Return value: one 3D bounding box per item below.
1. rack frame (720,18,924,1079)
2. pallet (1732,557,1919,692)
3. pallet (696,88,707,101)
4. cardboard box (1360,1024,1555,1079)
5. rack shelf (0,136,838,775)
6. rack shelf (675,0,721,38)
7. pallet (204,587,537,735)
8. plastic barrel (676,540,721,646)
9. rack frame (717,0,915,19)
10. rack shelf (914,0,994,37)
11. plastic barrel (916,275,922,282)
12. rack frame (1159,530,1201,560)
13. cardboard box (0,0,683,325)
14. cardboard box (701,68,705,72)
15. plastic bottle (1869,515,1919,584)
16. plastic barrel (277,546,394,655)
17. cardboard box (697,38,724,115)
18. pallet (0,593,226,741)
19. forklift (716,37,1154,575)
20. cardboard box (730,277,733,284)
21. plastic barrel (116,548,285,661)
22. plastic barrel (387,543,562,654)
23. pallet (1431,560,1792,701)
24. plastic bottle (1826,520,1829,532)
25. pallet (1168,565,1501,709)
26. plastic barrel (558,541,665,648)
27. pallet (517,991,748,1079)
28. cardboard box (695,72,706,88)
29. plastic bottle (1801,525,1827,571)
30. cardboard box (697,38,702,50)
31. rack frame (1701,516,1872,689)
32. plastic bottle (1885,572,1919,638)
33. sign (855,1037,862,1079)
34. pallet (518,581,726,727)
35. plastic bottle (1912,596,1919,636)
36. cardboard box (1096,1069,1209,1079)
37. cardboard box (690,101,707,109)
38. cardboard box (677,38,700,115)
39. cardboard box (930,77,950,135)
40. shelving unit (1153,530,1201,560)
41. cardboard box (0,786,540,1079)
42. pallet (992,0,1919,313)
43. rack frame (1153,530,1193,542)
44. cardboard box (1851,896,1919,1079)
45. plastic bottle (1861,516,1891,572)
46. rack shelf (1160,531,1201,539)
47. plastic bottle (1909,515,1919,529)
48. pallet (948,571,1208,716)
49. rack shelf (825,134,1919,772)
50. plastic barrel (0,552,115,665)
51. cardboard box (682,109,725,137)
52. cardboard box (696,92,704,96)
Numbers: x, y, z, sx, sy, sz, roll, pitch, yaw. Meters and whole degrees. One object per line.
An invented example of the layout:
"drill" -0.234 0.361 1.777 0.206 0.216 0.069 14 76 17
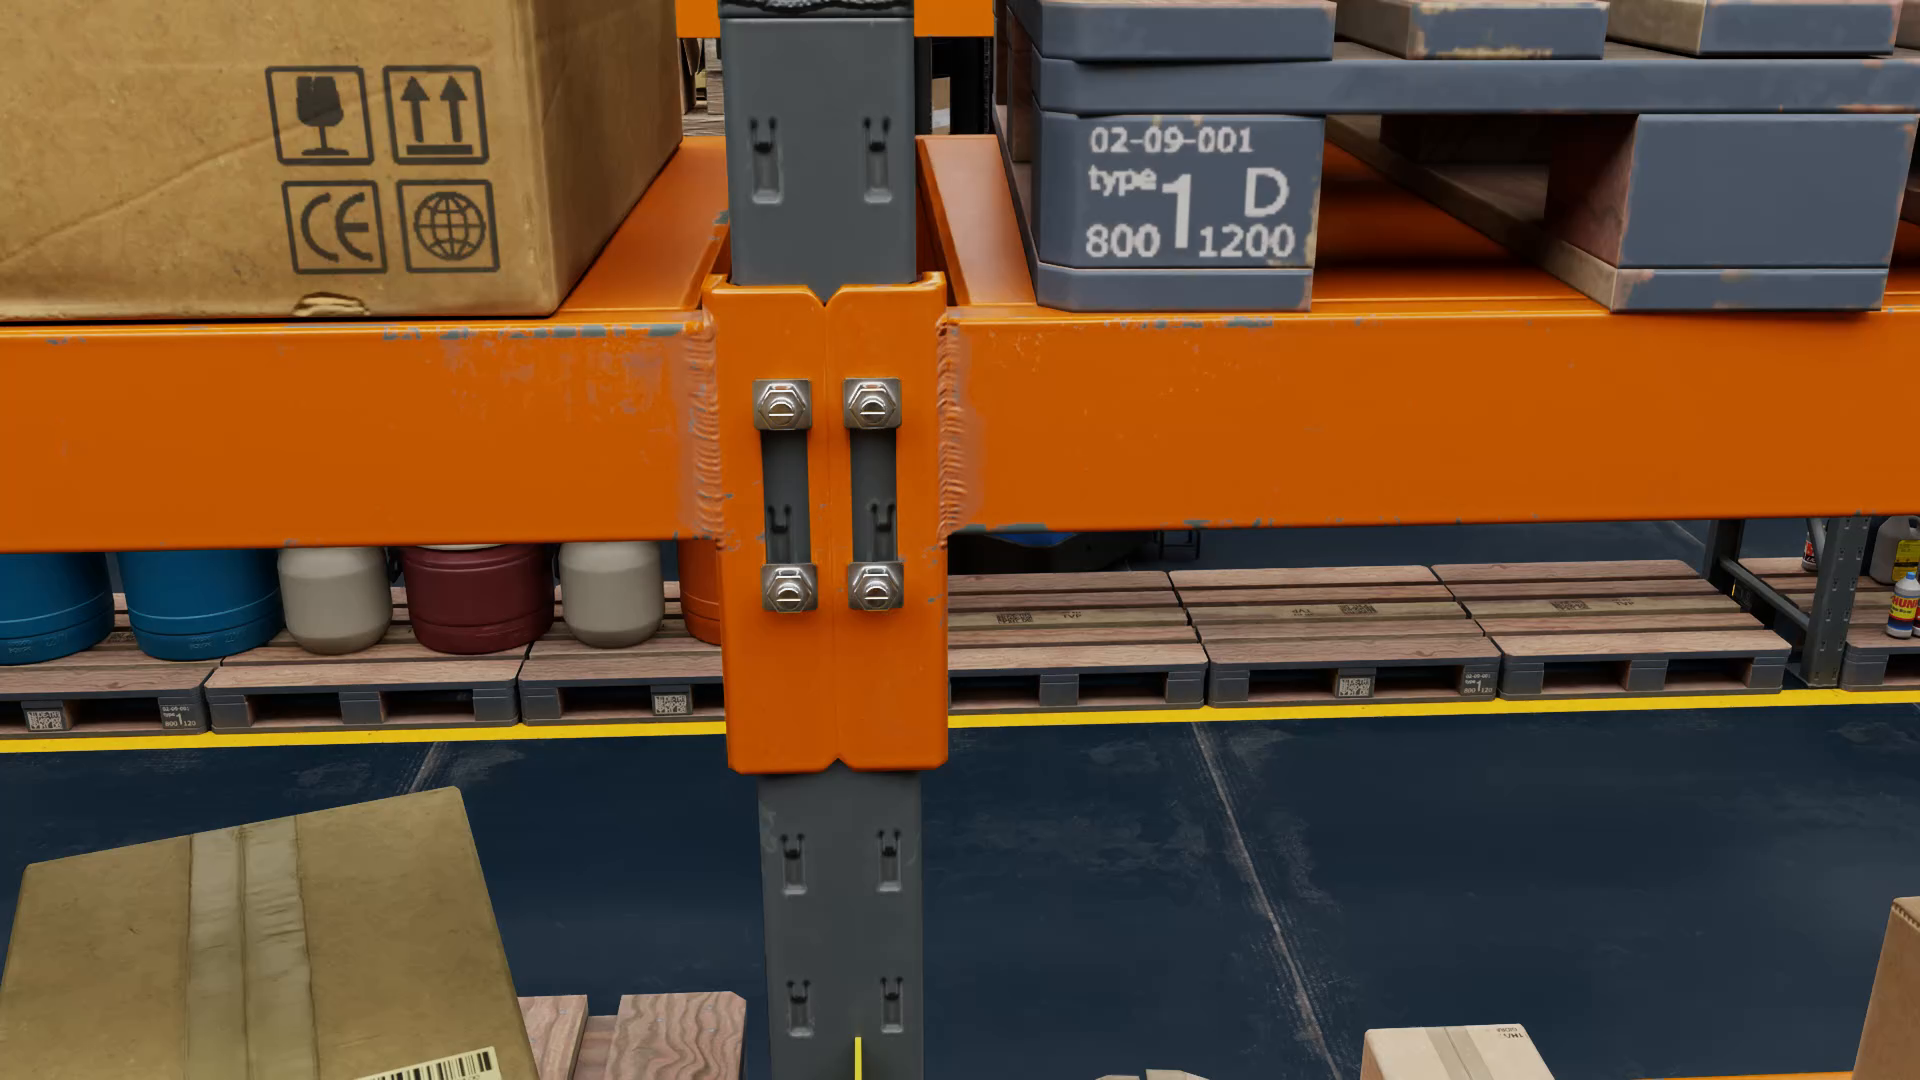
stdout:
"rack frame" -0.121 0.886 2.078 0.127 3.000 1.000 -1 21 -3
"pallet" 4.266 0.350 7.406 1.213 0.211 1.003 -1 21 -3
"pallet" -2.839 -4.252 15.844 1.213 0.211 1.003 -1 21 -3
"cardboard box" 0.761 0.887 2.428 0.250 0.149 0.380 -1 21 -3
"rack shelf" -2.118 -0.139 1.565 4.000 0.370 1.077 -1 21 -3
"rack shelf" -2.397 -1.898 6.187 4.000 0.370 1.077 -1 21 -3
"pallet" -2.400 0.484 7.052 1.213 0.211 1.003 -1 21 -3
"plastic barrel" -0.888 -0.039 6.969 0.708 0.830 0.600 -1 21 -3
"rack frame" -0.121 -1.917 1.010 0.127 3.000 1.000 -1 21 -3
"rack shelf" 1.596 -1.980 6.400 4.000 0.370 1.077 -1 21 -3
"plastic barrel" 0.046 -1.054 6.983 0.708 0.536 0.600 -1 21 -3
"rack frame" 1.107 -0.393 8.174 0.200 1.050 0.008 0 21 -1
"cardboard box" -0.555 -0.542 1.471 0.500 0.500 0.910 -1 21 -3
"cardboard box" -2.360 -4.422 15.363 0.250 0.149 0.380 -1 21 -3
"plastic bottle" 4.228 0.013 7.475 0.185 0.351 0.144 -1 21 -3
"plastic barrel" -2.574 0.175 6.852 0.421 0.512 0.421 0 21 0
"cardboard box" -1.414 -3.139 11.101 0.637 0.503 0.797 0 21 -1
"pallet" -3.621 0.510 6.984 1.213 0.211 1.003 -1 21 -3
"forklift" -0.494 -1.505 8.455 3.031 2.935 1.130 15 26 35
"cardboard box" -1.373 -1.830 11.607 0.875 0.875 1.225 -2 21 -6
"plastic barrel" -3.143 -0.027 6.836 0.708 0.901 0.600 -1 21 -3
"plastic barrel" -2.015 0.096 6.952 0.708 0.588 0.600 -1 21 -3
"pallet" 2.811 0.378 7.331 1.213 0.211 1.003 -1 21 -3
"plastic bottle" 4.054 -0.018 7.651 0.133 0.283 0.061 0 21 0
"pallet" 1.590 0.404 7.263 1.213 0.211 1.003 -1 21 -3
"plastic barrel" -1.447 0.152 6.912 0.421 0.512 0.421 0 21 0
"pallet" -0.794 1.015 2.010 1.003 0.211 1.213 -1 21 -3
"cardboard box" -2.354 -4.283 15.417 0.250 0.149 0.380 -2 21 -5
"plastic bottle" 3.937 0.029 7.643 0.097 0.201 0.097 0 21 0
"cardboard box" -2.348 -4.562 15.314 0.250 0.149 0.380 -1 21 -3
"rack frame" 3.593 -0.955 6.913 0.127 3.000 1.000 -1 21 -3
"plastic bottle" 3.936 0.264 6.928 0.097 0.271 0.097 0 21 0
"sign" -0.081 0.575 1.380 0.005 0.325 0.100 -1 21 -3
"pallet" -1.185 0.461 7.115 1.213 0.211 1.003 -1 21 -3
"plastic bottle" 4.038 0.295 6.946 0.097 0.201 0.097 0 21 0
"cardboard box" 0.244 0.936 2.072 0.500 0.311 0.500 0 21 0
"cardboard box" -1.699 -2.755 11.501 0.500 0.500 0.500 -2 21 -5
"cardboard box" -2.065 -3.127 11.068 0.637 0.503 0.797 -1 21 -2
"cardboard box" -0.146 -2.901 11.294 0.500 0.500 0.500 -4 21 -10
"shelving unit" 1.105 -0.437 8.288 0.215 1.050 0.252 0 21 -1
"cardboard box" -0.744 0.696 1.846 0.500 0.500 0.700 -8 22 -21
"pallet" 0.551 -0.473 1.697 1.003 0.211 1.213 0 21 -1
"rack frame" 1.102 -0.480 8.402 0.200 1.050 0.008 0 21 -1
"cardboard box" 1.553 0.800 2.165 0.500 0.500 0.500 -2 21 -6
"plastic bottle" 4.220 -0.038 7.609 0.185 0.351 0.144 -2 21 -4
"rack shelf" 1.102 -0.167 8.391 0.215 0.259 0.240 0 21 -1
"plastic bottle" 4.411 -0.042 7.619 0.185 0.351 0.144 -2 21 -6
"pallet" 0.375 0.428 7.201 1.213 0.211 1.003 -1 21 -3
"rack shelf" 1.875 -0.220 1.779 4.000 0.370 1.077 -1 21 -3
"plastic barrel" -3.850 -0.013 6.798 0.708 0.901 0.600 -1 21 -3
"cardboard box" -1.660 -2.574 11.024 0.500 0.500 0.500 -1 21 -4
"cardboard box" -2.834 -5.355 20.867 0.875 0.875 0.875 -1 21 -2
